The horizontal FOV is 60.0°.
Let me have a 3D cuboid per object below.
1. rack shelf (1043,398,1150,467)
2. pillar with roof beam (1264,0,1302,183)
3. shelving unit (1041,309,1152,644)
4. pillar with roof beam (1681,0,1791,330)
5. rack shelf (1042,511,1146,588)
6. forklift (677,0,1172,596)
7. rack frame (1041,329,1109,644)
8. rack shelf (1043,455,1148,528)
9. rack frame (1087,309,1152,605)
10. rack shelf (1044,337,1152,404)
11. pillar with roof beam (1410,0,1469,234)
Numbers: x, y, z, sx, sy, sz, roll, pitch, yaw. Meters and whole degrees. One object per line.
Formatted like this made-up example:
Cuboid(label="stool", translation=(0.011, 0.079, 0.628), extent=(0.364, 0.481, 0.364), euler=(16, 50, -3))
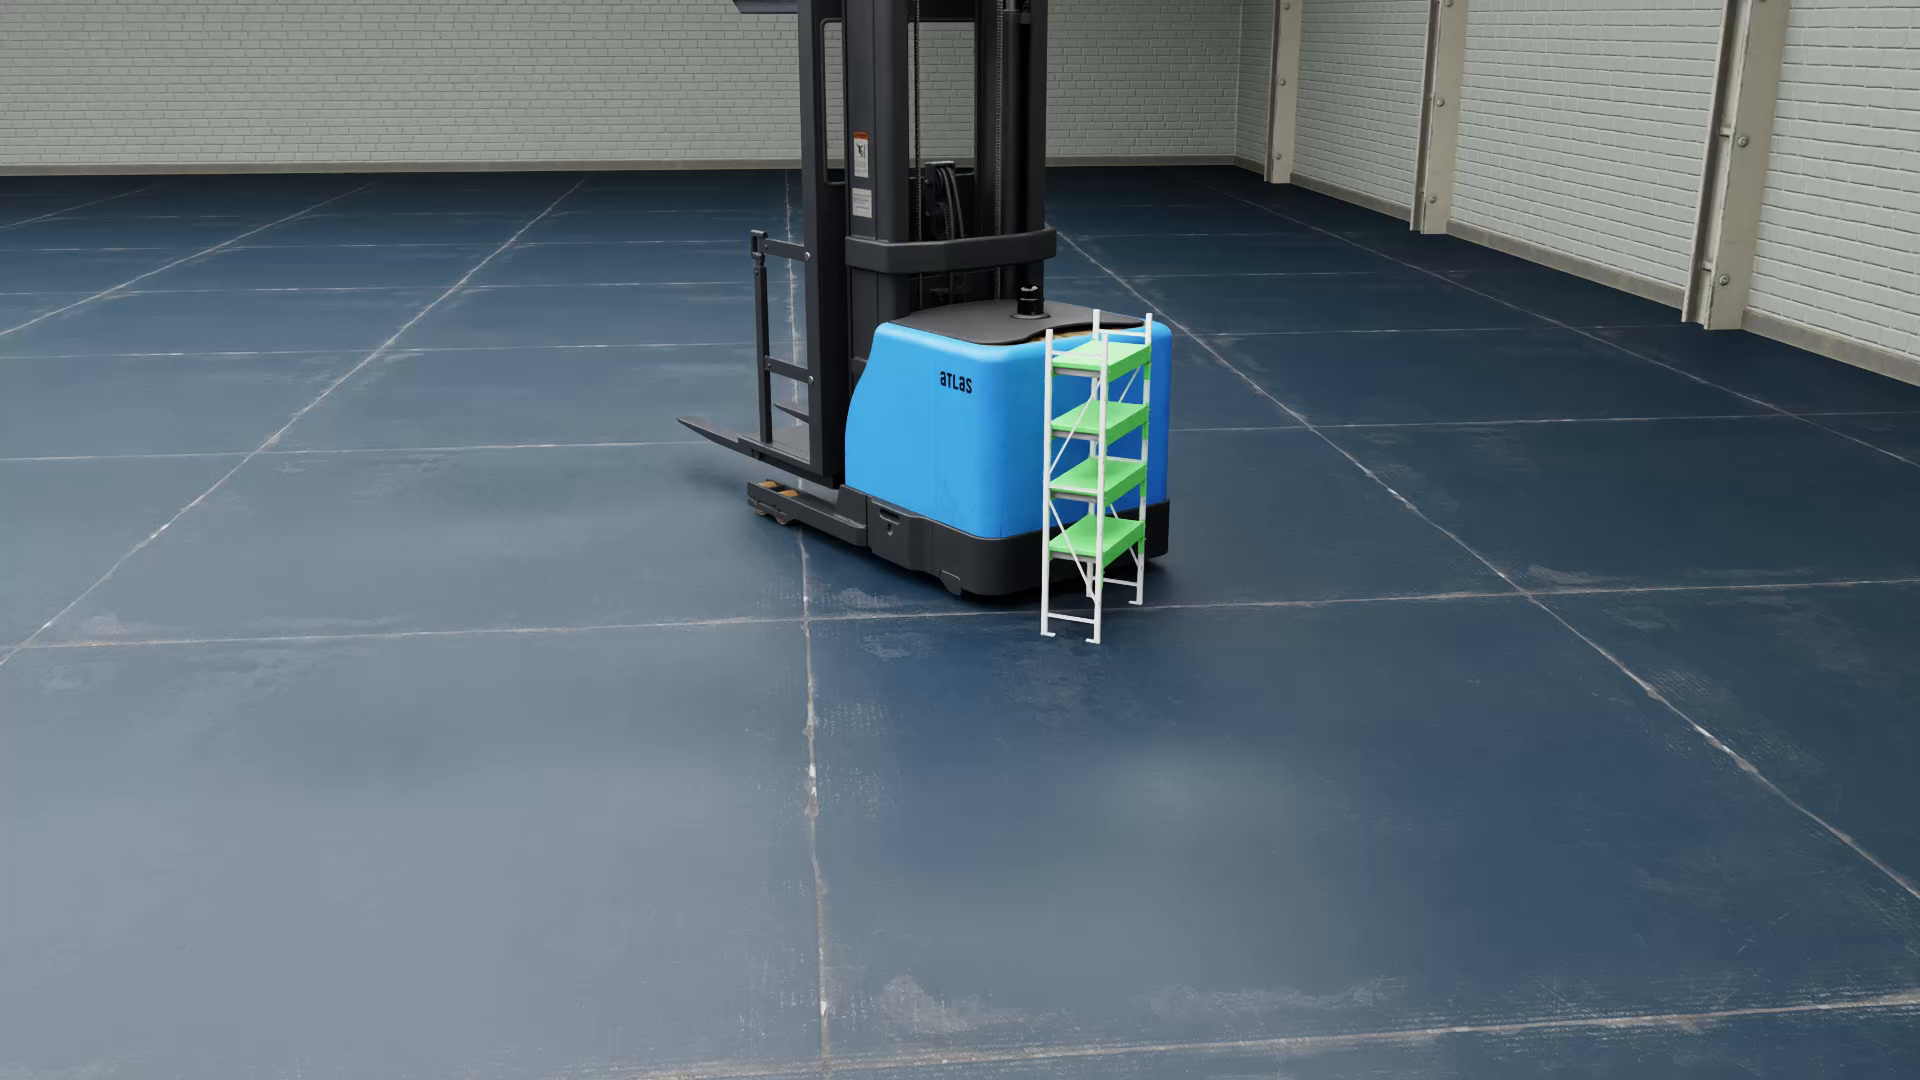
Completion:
Cuboid(label="rack shelf", translation=(0.534, -0.425, 6.438), extent=(0.258, 0.148, 0.480), euler=(8, 19, 24))
Cuboid(label="pillar with roof beam", translation=(0.392, -9.426, 22.678), extent=(9.100, 9.000, 0.400), euler=(-2, 18, -6))
Cuboid(label="shelving unit", translation=(0.534, -0.257, 6.491), extent=(0.258, 1.200, 0.503), euler=(8, 19, 24))
Cuboid(label="pillar with roof beam", translation=(1.629, -5.851, 11.290), extent=(9.100, 9.000, 0.400), euler=(-2, 18, -6))
Cuboid(label="rack shelf", translation=(0.534, 0.033, 6.582), extent=(0.258, 0.148, 0.480), euler=(8, 19, 24))
Cuboid(label="forklift", translation=(-0.372, -1.548, 7.715), extent=(1.130, 2.935, 3.031), euler=(-13, 21, -35))
Cuboid(label="rack frame", translation=(0.430, -0.190, 6.281), extent=(0.240, 1.200, 0.015), euler=(8, 19, 24))
Cuboid(label="rack shelf", translation=(0.534, -0.196, 6.510), extent=(0.258, 0.148, 0.480), euler=(8, 19, 24))
Cuboid(label="rack frame", translation=(0.639, -0.323, 6.701), extent=(0.240, 1.200, 0.015), euler=(8, 19, 24))
Cuboid(label="rack shelf", translation=(0.534, -0.654, 6.366), extent=(0.258, 0.148, 0.480), euler=(8, 19, 24))
Cuboid(label="pillar with roof beam", translation=(1.011, -7.639, 16.984), extent=(9.100, 9.000, 0.400), euler=(-2, 18, -6))
